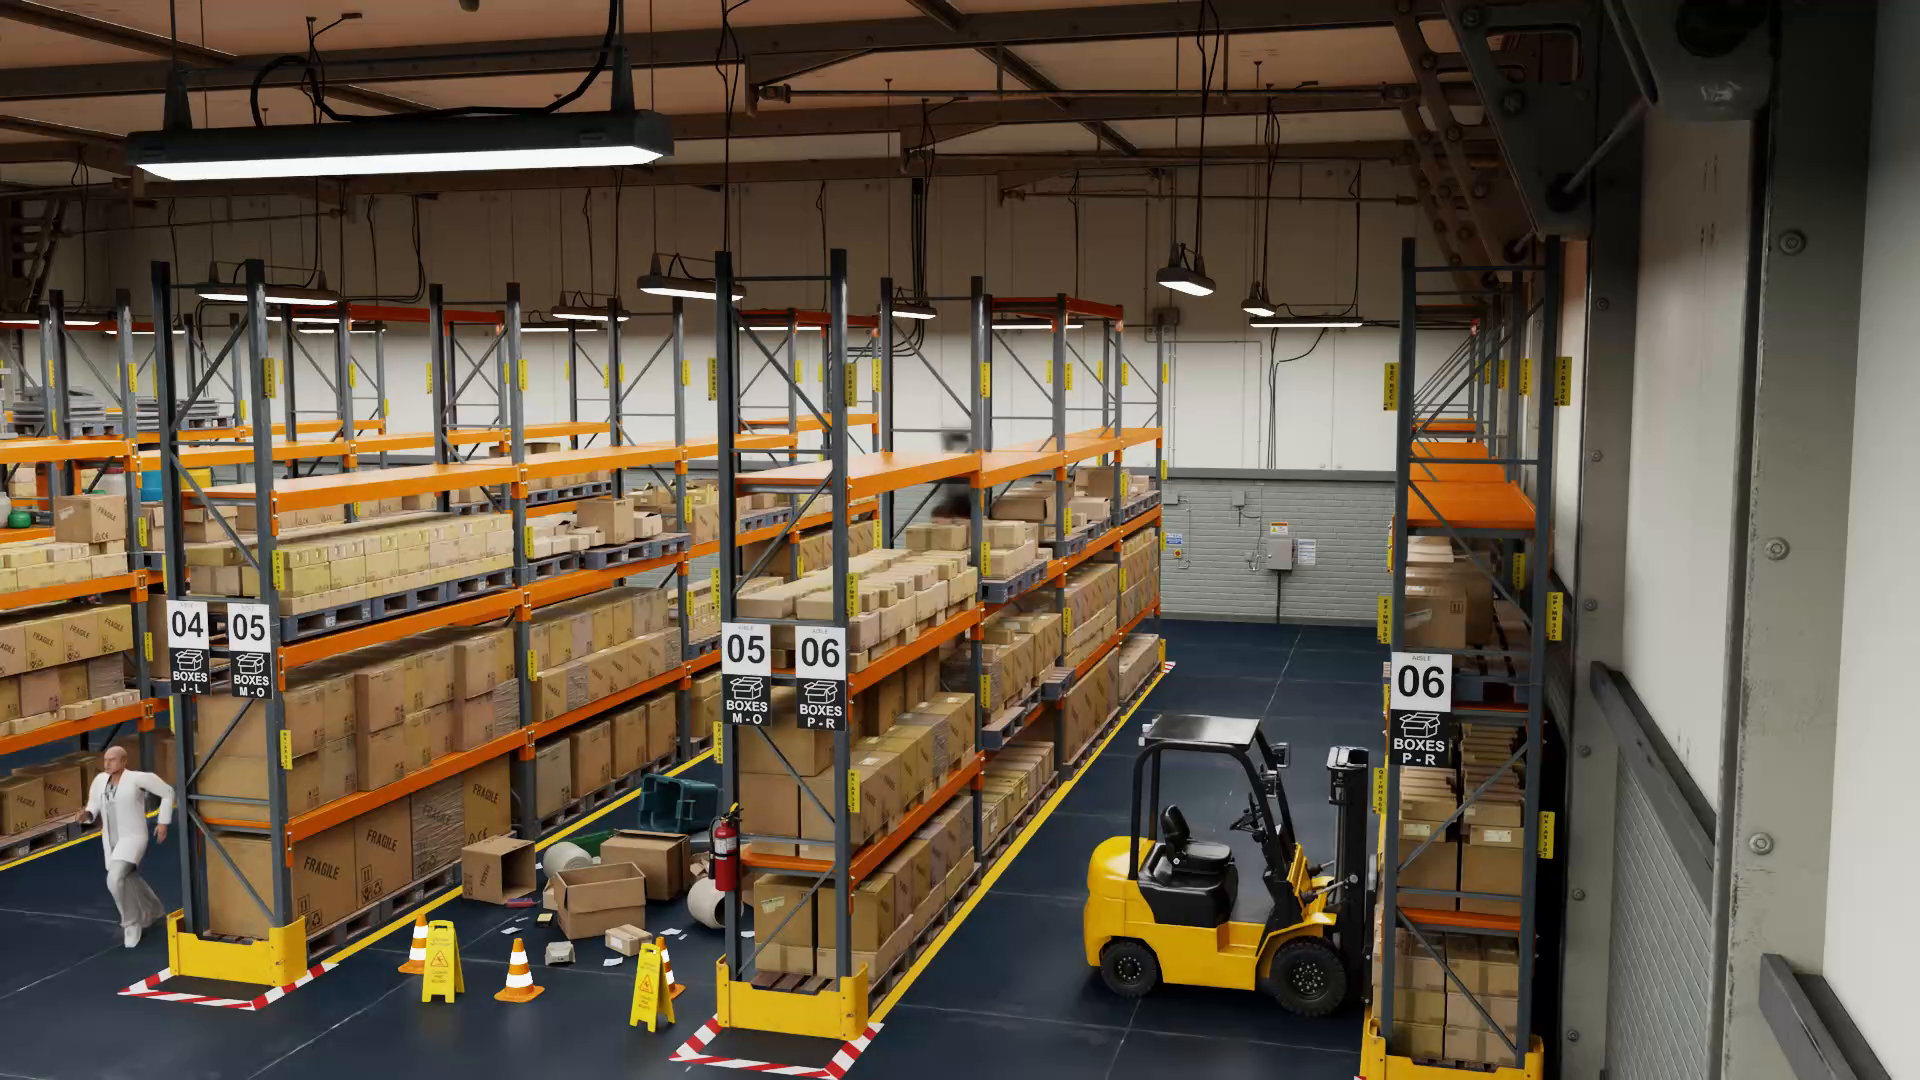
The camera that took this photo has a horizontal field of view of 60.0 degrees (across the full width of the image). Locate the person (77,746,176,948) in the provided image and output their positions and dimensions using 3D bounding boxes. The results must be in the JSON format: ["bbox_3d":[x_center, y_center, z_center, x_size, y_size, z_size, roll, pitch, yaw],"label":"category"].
[{"bbox_3d":[-7.490,2.722,14.939,0.730,1.789,0.860,2,6,16],"label":"person"}]
